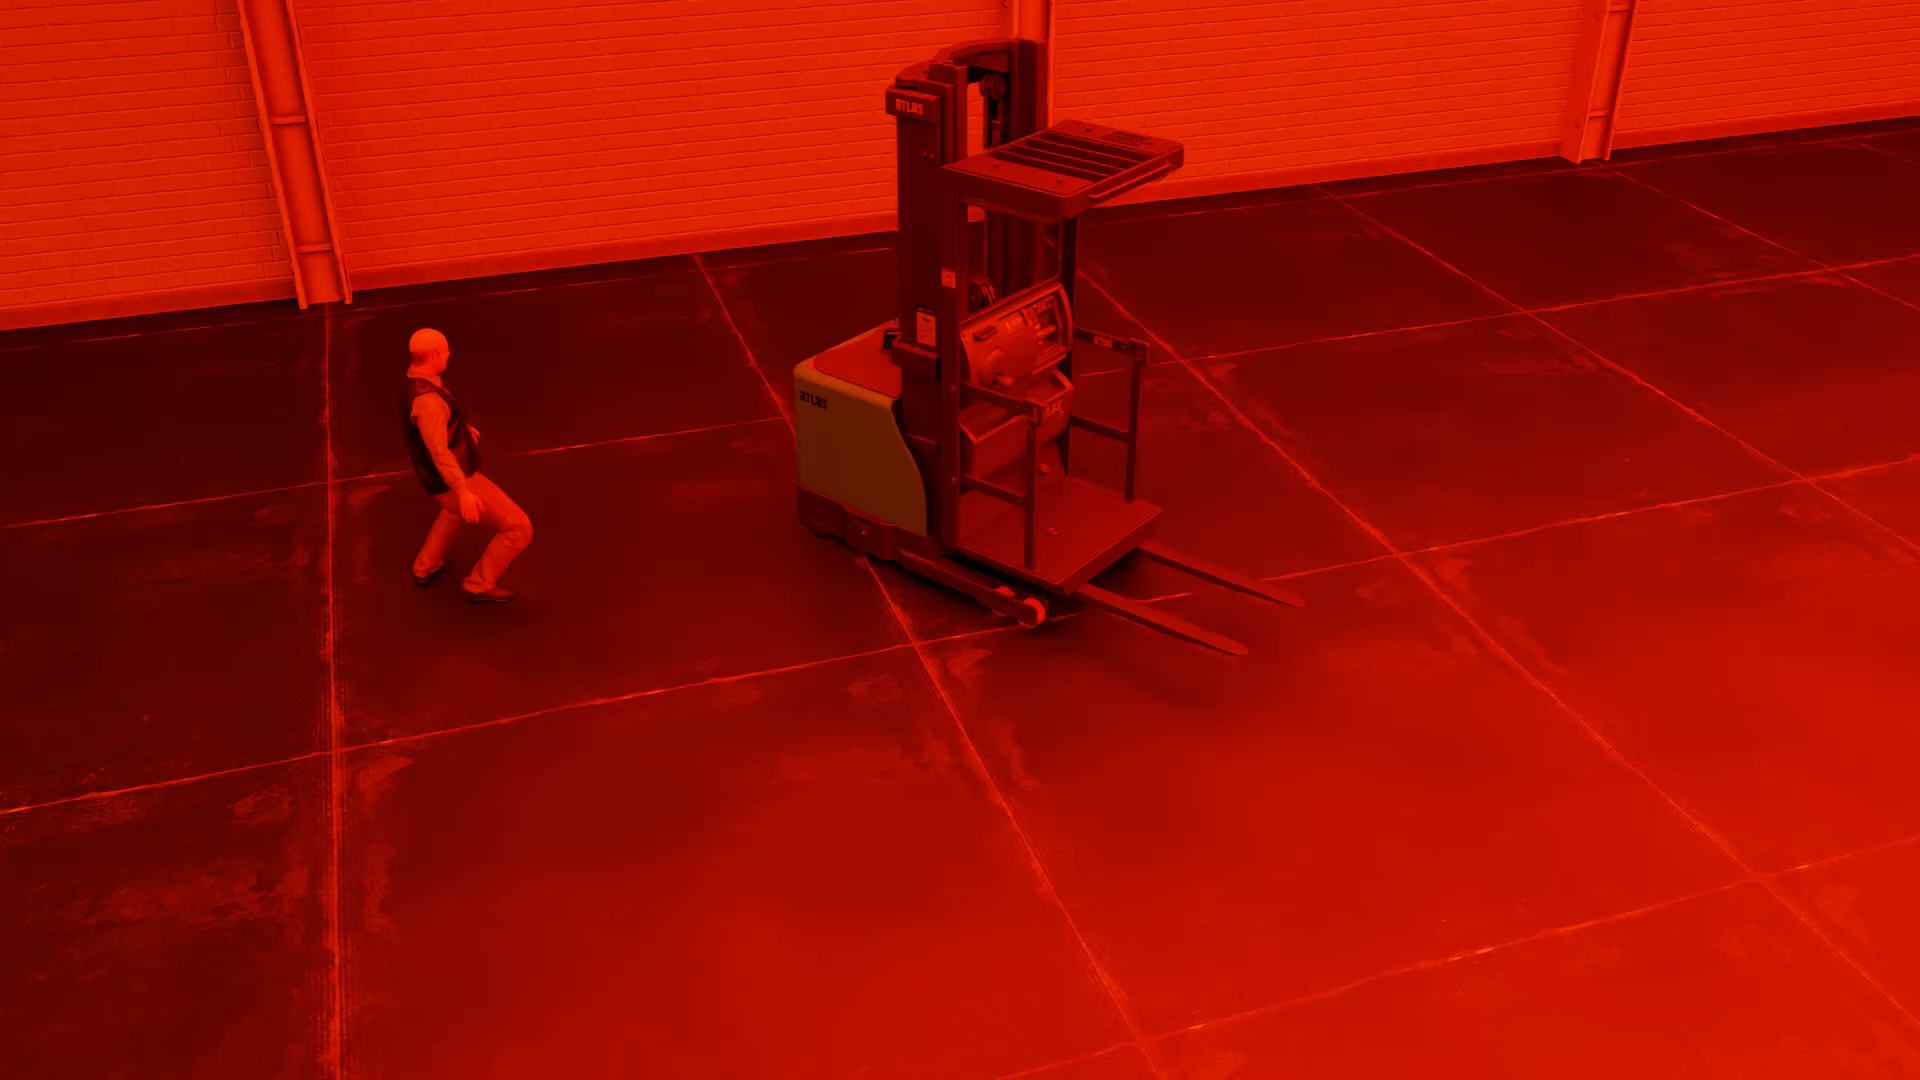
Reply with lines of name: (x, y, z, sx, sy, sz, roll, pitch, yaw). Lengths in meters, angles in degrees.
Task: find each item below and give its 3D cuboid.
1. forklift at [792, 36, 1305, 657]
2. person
forklift: (0.479, -1.082, 8.967, 3.031, 2.935, 1.130, 22, 36, 33)
person: (-2.767, -0.401, 9.143, 0.630, 1.606, 0.925, -13, 32, -21)
